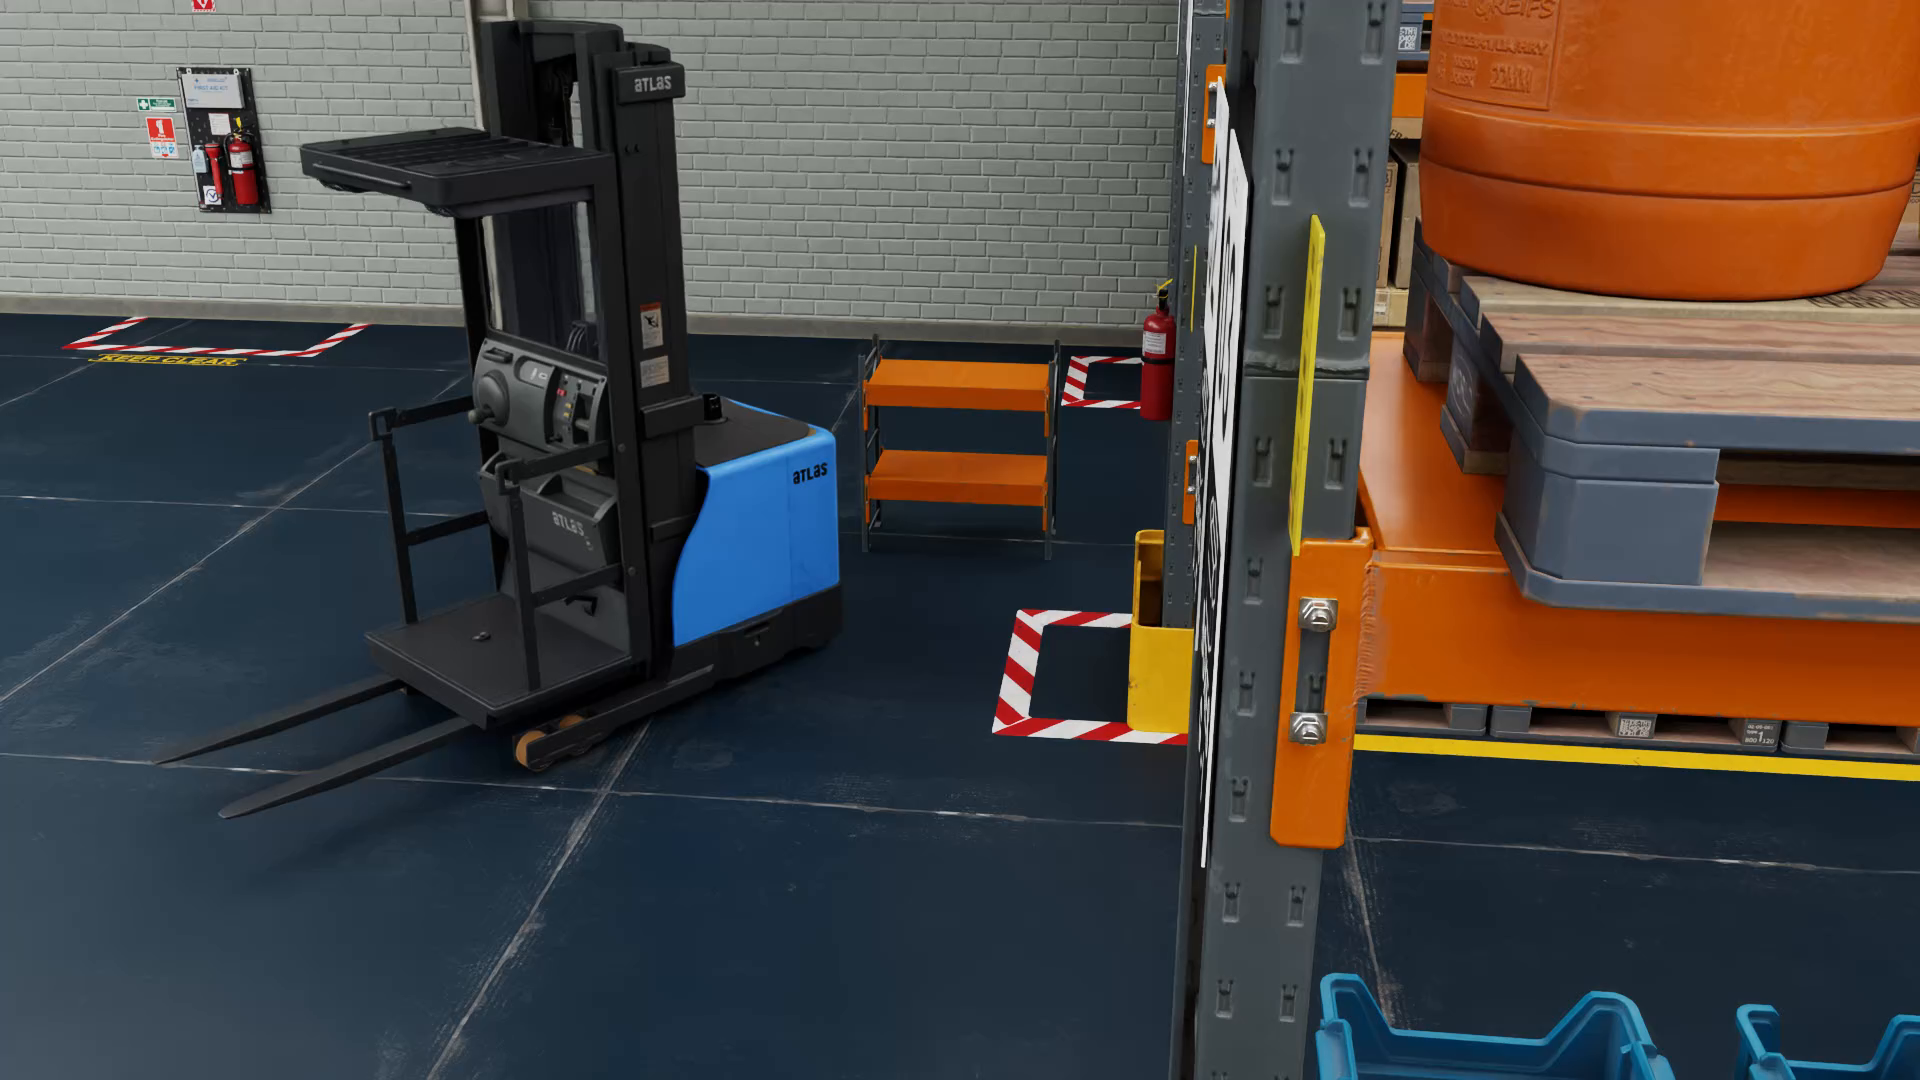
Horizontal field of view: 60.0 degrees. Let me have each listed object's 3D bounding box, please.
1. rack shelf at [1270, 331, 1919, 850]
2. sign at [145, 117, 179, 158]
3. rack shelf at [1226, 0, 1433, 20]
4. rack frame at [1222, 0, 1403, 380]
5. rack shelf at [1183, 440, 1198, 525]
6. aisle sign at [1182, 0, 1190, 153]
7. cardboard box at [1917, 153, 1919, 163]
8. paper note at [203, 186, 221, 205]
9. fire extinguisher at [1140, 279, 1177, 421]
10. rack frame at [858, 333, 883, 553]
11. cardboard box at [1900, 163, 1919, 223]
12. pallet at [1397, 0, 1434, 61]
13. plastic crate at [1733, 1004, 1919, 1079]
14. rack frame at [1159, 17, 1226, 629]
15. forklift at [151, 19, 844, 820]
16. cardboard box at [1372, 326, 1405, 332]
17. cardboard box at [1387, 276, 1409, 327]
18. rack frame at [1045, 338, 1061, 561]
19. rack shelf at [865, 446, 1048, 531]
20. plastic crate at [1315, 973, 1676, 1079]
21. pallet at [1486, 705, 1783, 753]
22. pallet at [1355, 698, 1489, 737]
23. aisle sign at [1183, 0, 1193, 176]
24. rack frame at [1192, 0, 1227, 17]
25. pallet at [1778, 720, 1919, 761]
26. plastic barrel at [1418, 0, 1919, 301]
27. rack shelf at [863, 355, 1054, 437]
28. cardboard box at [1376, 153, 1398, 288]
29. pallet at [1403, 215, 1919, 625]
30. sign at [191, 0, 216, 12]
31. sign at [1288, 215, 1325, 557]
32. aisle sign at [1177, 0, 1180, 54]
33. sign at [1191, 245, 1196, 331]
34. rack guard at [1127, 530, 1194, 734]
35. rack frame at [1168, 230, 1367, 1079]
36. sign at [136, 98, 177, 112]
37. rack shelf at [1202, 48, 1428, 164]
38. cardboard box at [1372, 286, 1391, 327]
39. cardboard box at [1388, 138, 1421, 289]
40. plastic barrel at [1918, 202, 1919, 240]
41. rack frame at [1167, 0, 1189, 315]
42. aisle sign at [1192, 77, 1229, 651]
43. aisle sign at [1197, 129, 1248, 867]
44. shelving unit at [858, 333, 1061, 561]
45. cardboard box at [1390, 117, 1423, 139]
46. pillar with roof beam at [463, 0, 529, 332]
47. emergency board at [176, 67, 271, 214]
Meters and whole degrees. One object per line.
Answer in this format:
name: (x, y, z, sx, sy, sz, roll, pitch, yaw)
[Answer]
rack shelf: (2.398, 0.073, 2.073, 4.000, 0.370, 1.077, 2, 22, 6)
sign: (-6.570, -3.314, 13.694, 0.234, 0.329, 0.001, 2, 22, 6)
rack shelf: (3.564, -3.544, 11.222, 4.000, 0.370, 1.077, 2, 22, 6)
rack frame: (0.412, -1.743, 1.608, 0.127, 3.000, 1.000, 2, 22, 6)
rack shelf: (2.984, -0.340, 7.198, 4.000, 0.370, 1.077, 2, 22, 6)
aisle sign: (0.968, -2.080, 7.085, 0.004, 0.787, 0.394, 2, 22, 6)
cardboard box: (4.027, -1.276, 6.687, 0.500, 0.500, 0.700, 2, 22, 6)
paper note: (-6.201, -2.859, 13.790, 0.142, 0.148, 0.016, 2, 22, 6)
fire extinguisher: (0.936, -0.900, 7.741, 0.183, 0.674, 0.296, 2, 22, 6)
rack frame: (-0.498, -0.545, 9.288, 0.032, 1.125, 0.500, 2, 22, 6)
cardboard box: (3.530, -1.298, 6.742, 0.500, 0.500, 0.700, 2, 22, 6)
pallet: (1.697, -2.075, 6.648, 1.213, 0.211, 1.003, 2, 22, 6)
plastic crate: (1.588, 1.059, 2.883, 0.408, 0.251, 0.499, 2, 22, 6)
rack frame: (0.998, -0.761, 7.285, 0.127, 3.000, 1.000, 2, 22, 6)
forklift: (-1.948, -0.604, 6.982, 1.130, 2.935, 3.031, 19, 29, 40)
cardboard box: (1.982, -0.762, 7.150, 0.500, 0.500, 0.700, 3, 22, 8)
cardboard box: (1.873, -0.992, 6.850, 0.250, 0.149, 0.380, 3, 22, 7)
rack frame: (0.512, -0.501, 9.177, 0.032, 1.125, 0.500, 2, 22, 6)
rack shelf: (0.007, -0.295, 9.322, 1.000, 0.278, 0.538, 2, 22, 6)
plastic crate: (0.944, 1.029, 2.960, 0.616, 0.251, 0.499, 2, 22, 6)
pallet: (2.971, 0.607, 7.617, 1.213, 0.211, 1.003, 2, 22, 6)
pallet: (1.763, 0.554, 7.752, 1.213, 0.211, 1.003, 2, 22, 6)
aisle sign: (0.897, -1.861, 6.531, 0.004, 0.787, 0.394, 2, 22, 6)
rack frame: (0.998, -3.551, 6.182, 0.127, 3.000, 1.000, 2, 22, 6)
pallet: (4.186, 0.659, 7.485, 1.213, 0.211, 1.003, 2, 22, 6)
plastic barrel: (0.909, -0.768, 2.067, 0.708, 0.830, 0.600, 2, 22, 6)
rack shelf: (0.007, -0.795, 9.125, 1.000, 0.278, 0.538, 2, 22, 6)
cardboard box: (1.513, -1.384, 6.959, 0.500, 0.500, 0.700, 3, 22, 6)
pallet: (1.222, -0.188, 2.013, 1.213, 0.211, 1.003, 2, 22, 6)
sign: (-6.030, -4.350, 13.211, 0.199, 0.298, 0.001, 2, 22, 6)
sign: (0.343, -0.151, 1.650, 0.005, 0.325, 0.100, 2, 22, 6)
aisle sign: (1.471, -3.672, 11.113, 0.004, 0.787, 0.394, 2, 22, 6)
sign: (0.927, -0.998, 6.599, 0.005, 0.325, 0.100, 2, 22, 6)
rack guard: (0.974, 0.400, 7.747, 0.348, 0.500, 1.175, 2, 22, 6)
rack frame: (0.412, 1.047, 2.711, 0.127, 3.000, 1.000, 2, 22, 6)
sign: (-6.567, -3.557, 13.588, 0.331, 0.109, 0.001, 2, 22, 6)
rack shelf: (2.984, -1.735, 6.647, 4.000, 0.370, 1.077, 2, 22, 6)
cardboard box: (1.625, -1.003, 6.879, 0.250, 0.149, 0.380, 2, 22, 5)
cardboard box: (2.036, -1.363, 6.907, 0.500, 0.500, 0.700, 2, 22, 5)
plastic barrel: (1.559, -0.627, 2.040, 0.600, 0.588, 0.600, 0, 22, 0)
rack frame: (1.578, -2.570, 11.860, 0.127, 3.000, 1.000, 2, 22, 6)
aisle sign: (0.375, -0.273, 2.515, 0.004, 0.787, 0.394, 2, 22, 6)
aisle sign: (0.306, -0.058, 1.970, 0.004, 0.787, 0.394, 2, 22, 6)
shelving unit: (0.007, -0.523, 9.232, 1.048, 1.125, 0.538, 2, 22, 6)
cardboard box: (3.018, -2.678, 11.290, 0.500, 0.500, 0.500, 2, 22, 5)
pillar with roof beam: (-4.090, -4.333, 8.160, 0.400, 9.000, 9.100, 2, 22, 6)
emergency board: (-6.033, -3.236, 13.544, 0.643, 1.169, 0.194, 2, 22, 6)
